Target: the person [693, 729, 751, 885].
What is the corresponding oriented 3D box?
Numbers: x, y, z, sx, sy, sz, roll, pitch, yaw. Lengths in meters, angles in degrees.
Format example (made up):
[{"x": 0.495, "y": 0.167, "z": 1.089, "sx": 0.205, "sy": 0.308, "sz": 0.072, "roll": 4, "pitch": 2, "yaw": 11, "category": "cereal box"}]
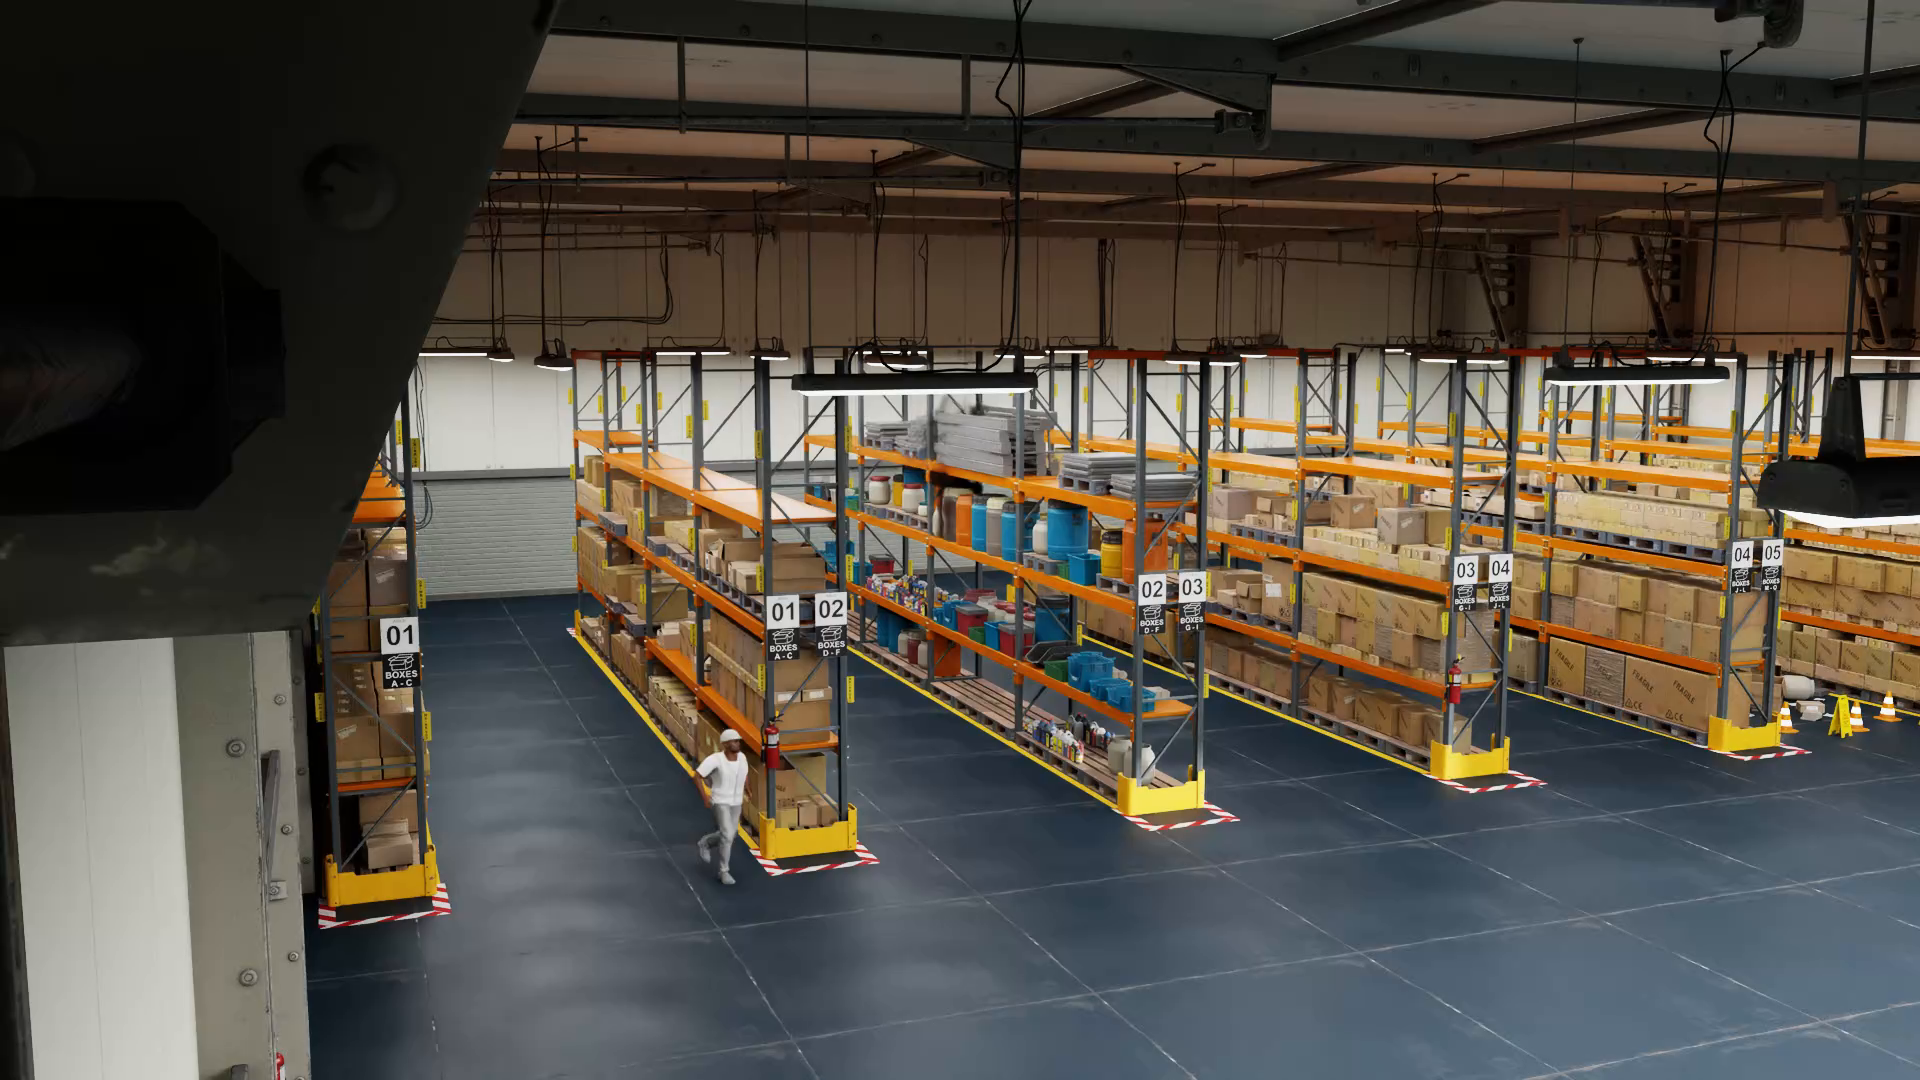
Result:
[{"x": -2.758, "y": 3.072, "z": 19.496, "sx": 0.808, "sy": 1.730, "sz": 0.743, "roll": 7, "pitch": 10, "yaw": 43, "category": "person"}]
